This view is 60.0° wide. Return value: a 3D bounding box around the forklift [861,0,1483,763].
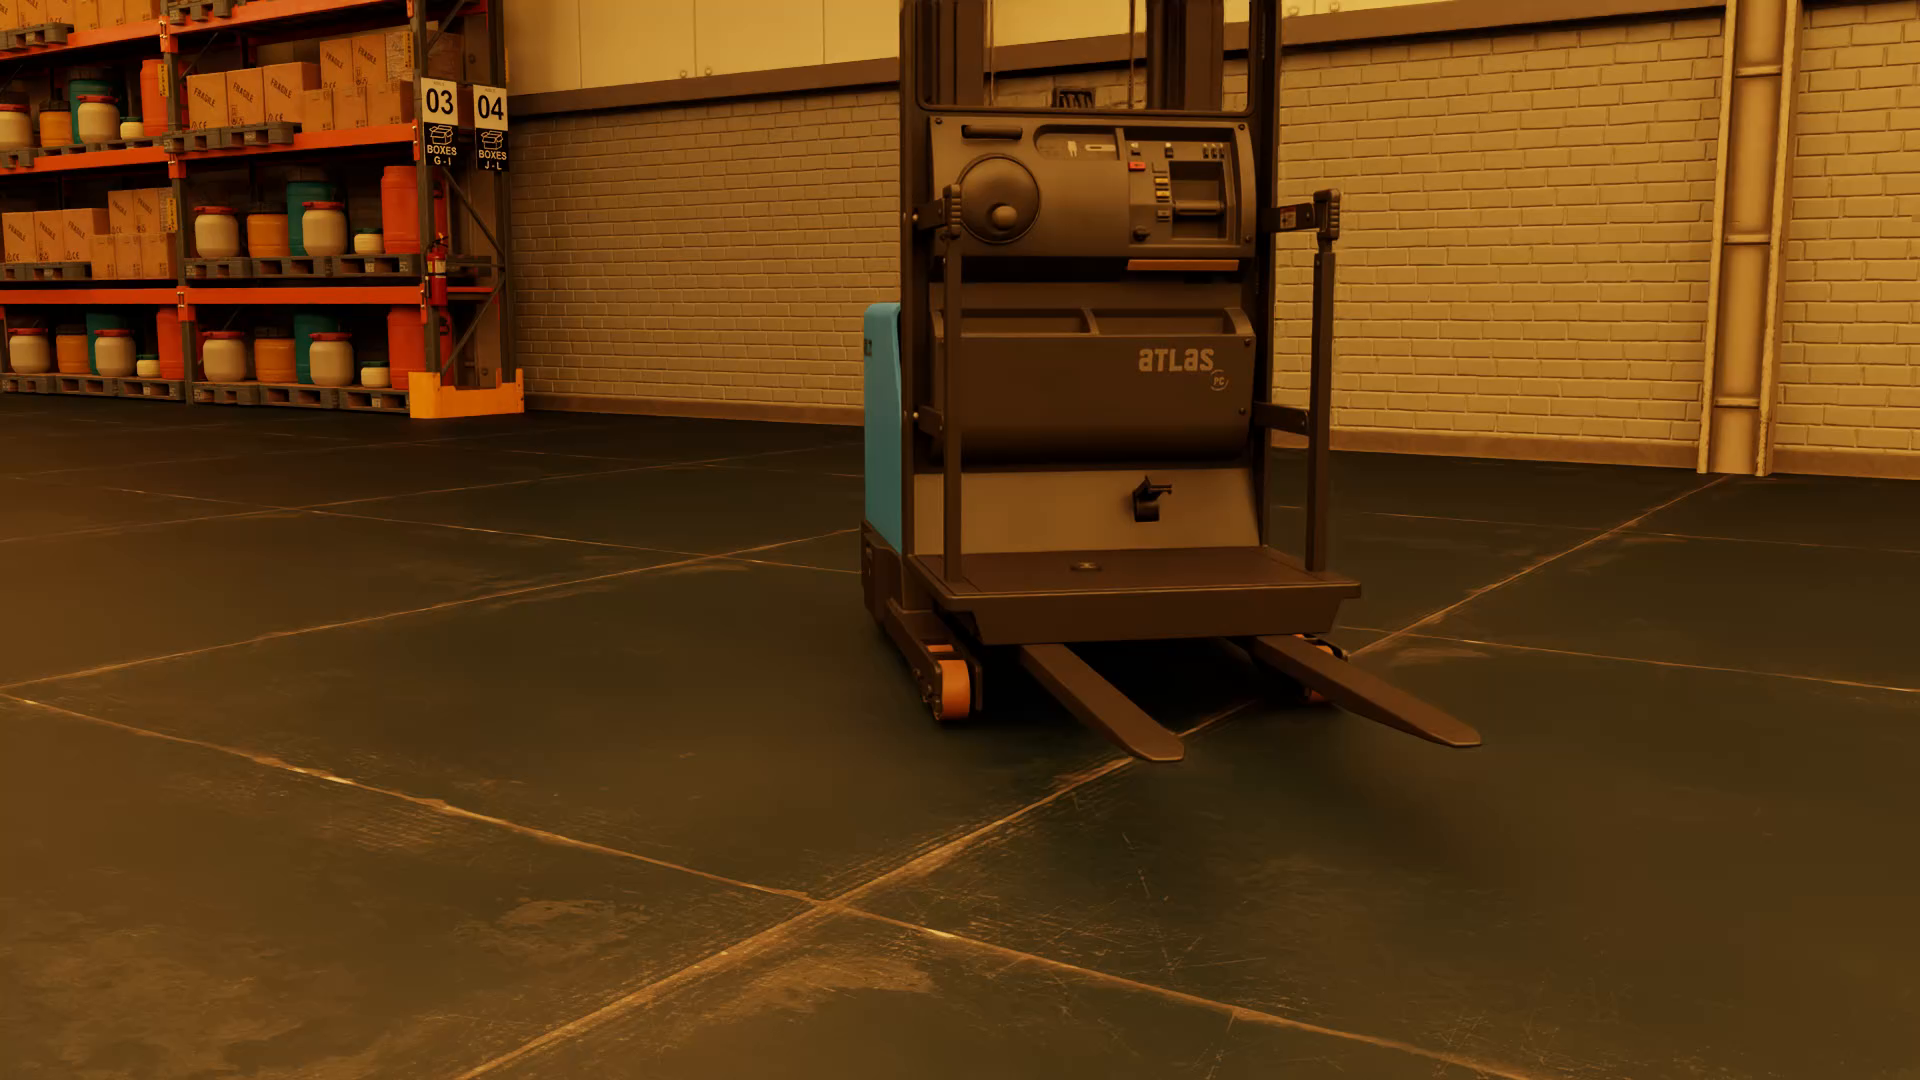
[{"bbox_3d":[0.418,-1.036,4.476,1.130,2.935,3.031,-1,8,-10],"label":"forklift"}]
